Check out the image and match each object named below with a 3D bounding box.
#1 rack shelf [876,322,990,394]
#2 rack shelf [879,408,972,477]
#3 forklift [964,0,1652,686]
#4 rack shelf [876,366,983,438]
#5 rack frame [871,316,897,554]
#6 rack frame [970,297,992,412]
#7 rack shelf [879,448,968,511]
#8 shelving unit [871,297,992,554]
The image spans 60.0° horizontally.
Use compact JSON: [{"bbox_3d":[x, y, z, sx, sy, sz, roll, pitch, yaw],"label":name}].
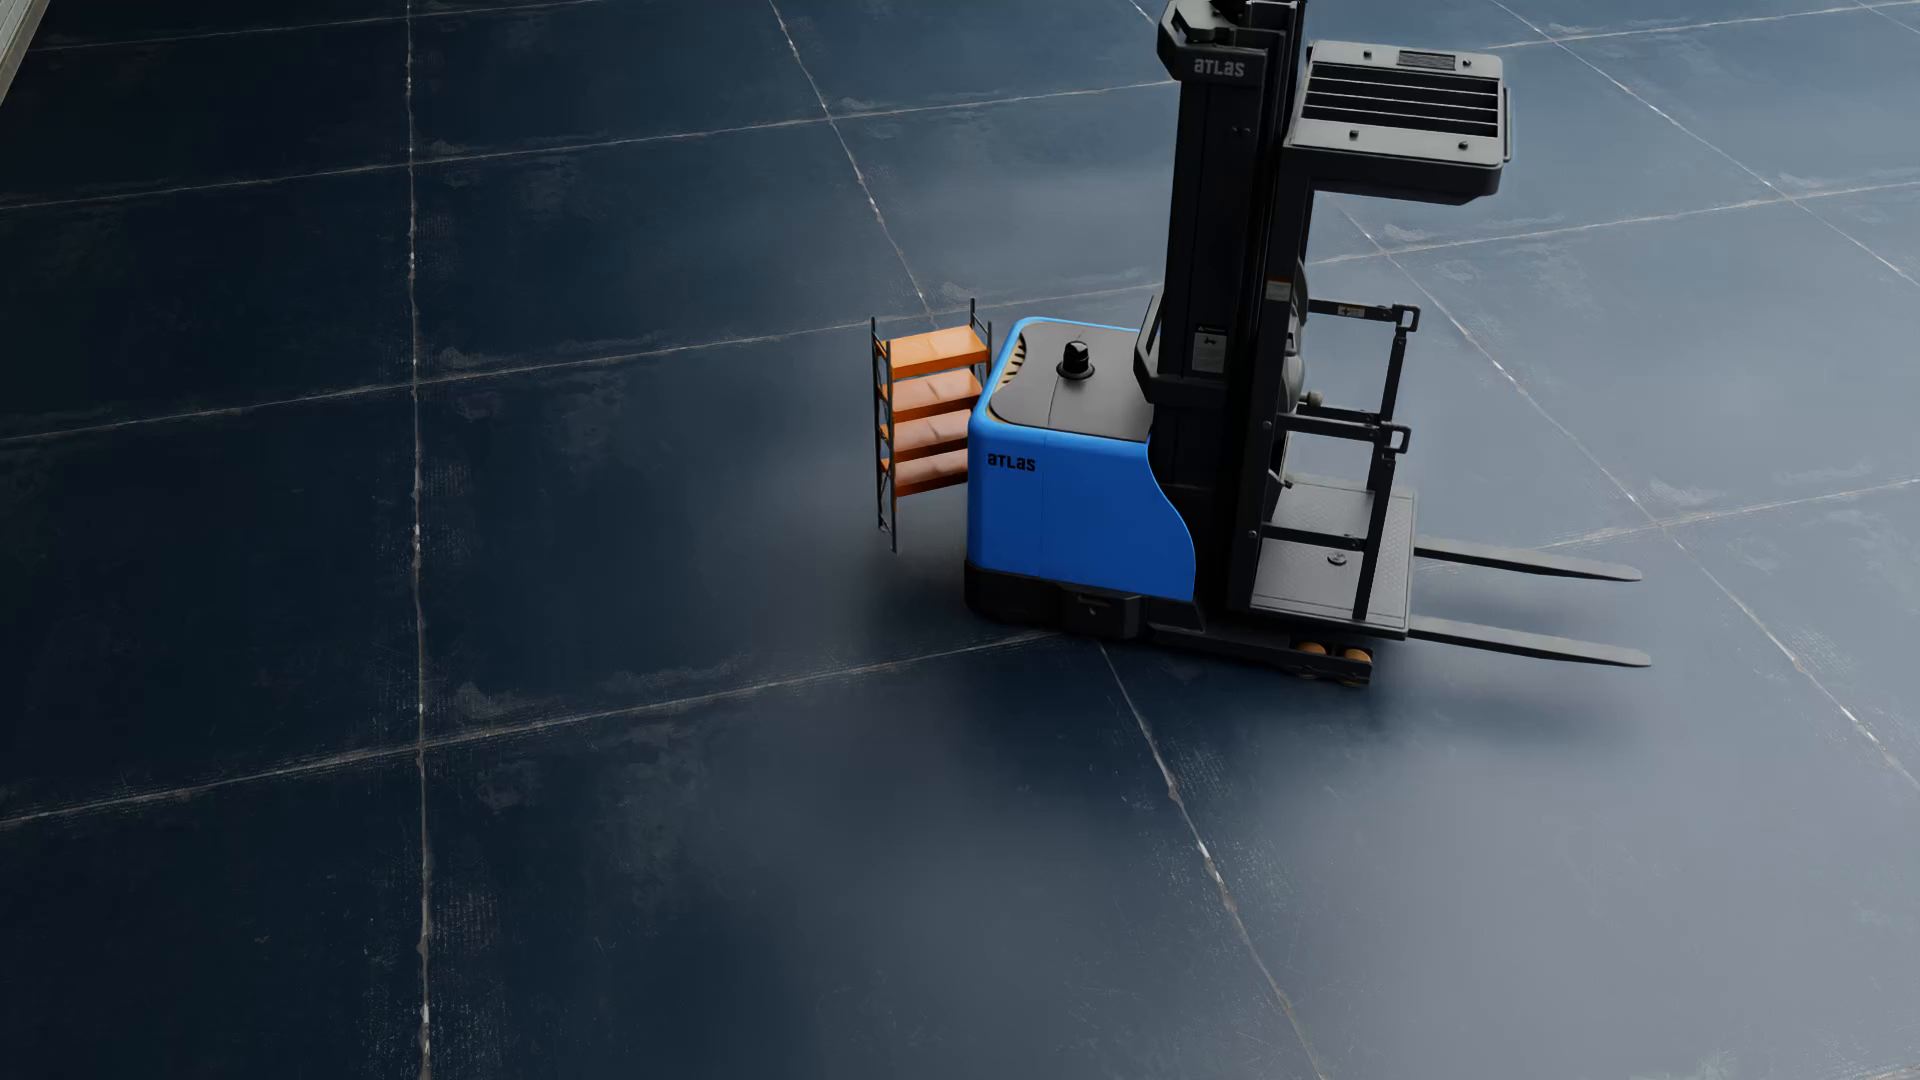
[{"bbox_3d":[-0.130,-0.843,7.697,0.480,0.148,0.258,-13,39,-16],"label":"rack shelf"},{"bbox_3d":[-0.130,-0.477,7.977,0.480,0.148,0.258,-13,39,-16],"label":"rack shelf"},{"bbox_3d":[1.594,-0.874,6.959,3.031,2.935,1.130,9,38,11],"label":"forklift"},{"bbox_3d":[-0.130,-0.655,7.841,0.480,0.148,0.258,-13,39,-16],"label":"rack shelf"},{"bbox_3d":[-0.359,-0.479,7.868,0.015,1.200,0.240,-13,39,-16],"label":"rack frame"},{"bbox_3d":[0.098,-0.583,8.004,0.015,1.200,0.240,-13,39,-16],"label":"rack frame"},{"bbox_3d":[-0.130,-0.320,8.097,0.480,0.148,0.258,-13,39,-16],"label":"rack shelf"},{"bbox_3d":[-0.130,-0.531,7.936,0.503,1.200,0.258,-13,39,-16],"label":"shelving unit"}]
